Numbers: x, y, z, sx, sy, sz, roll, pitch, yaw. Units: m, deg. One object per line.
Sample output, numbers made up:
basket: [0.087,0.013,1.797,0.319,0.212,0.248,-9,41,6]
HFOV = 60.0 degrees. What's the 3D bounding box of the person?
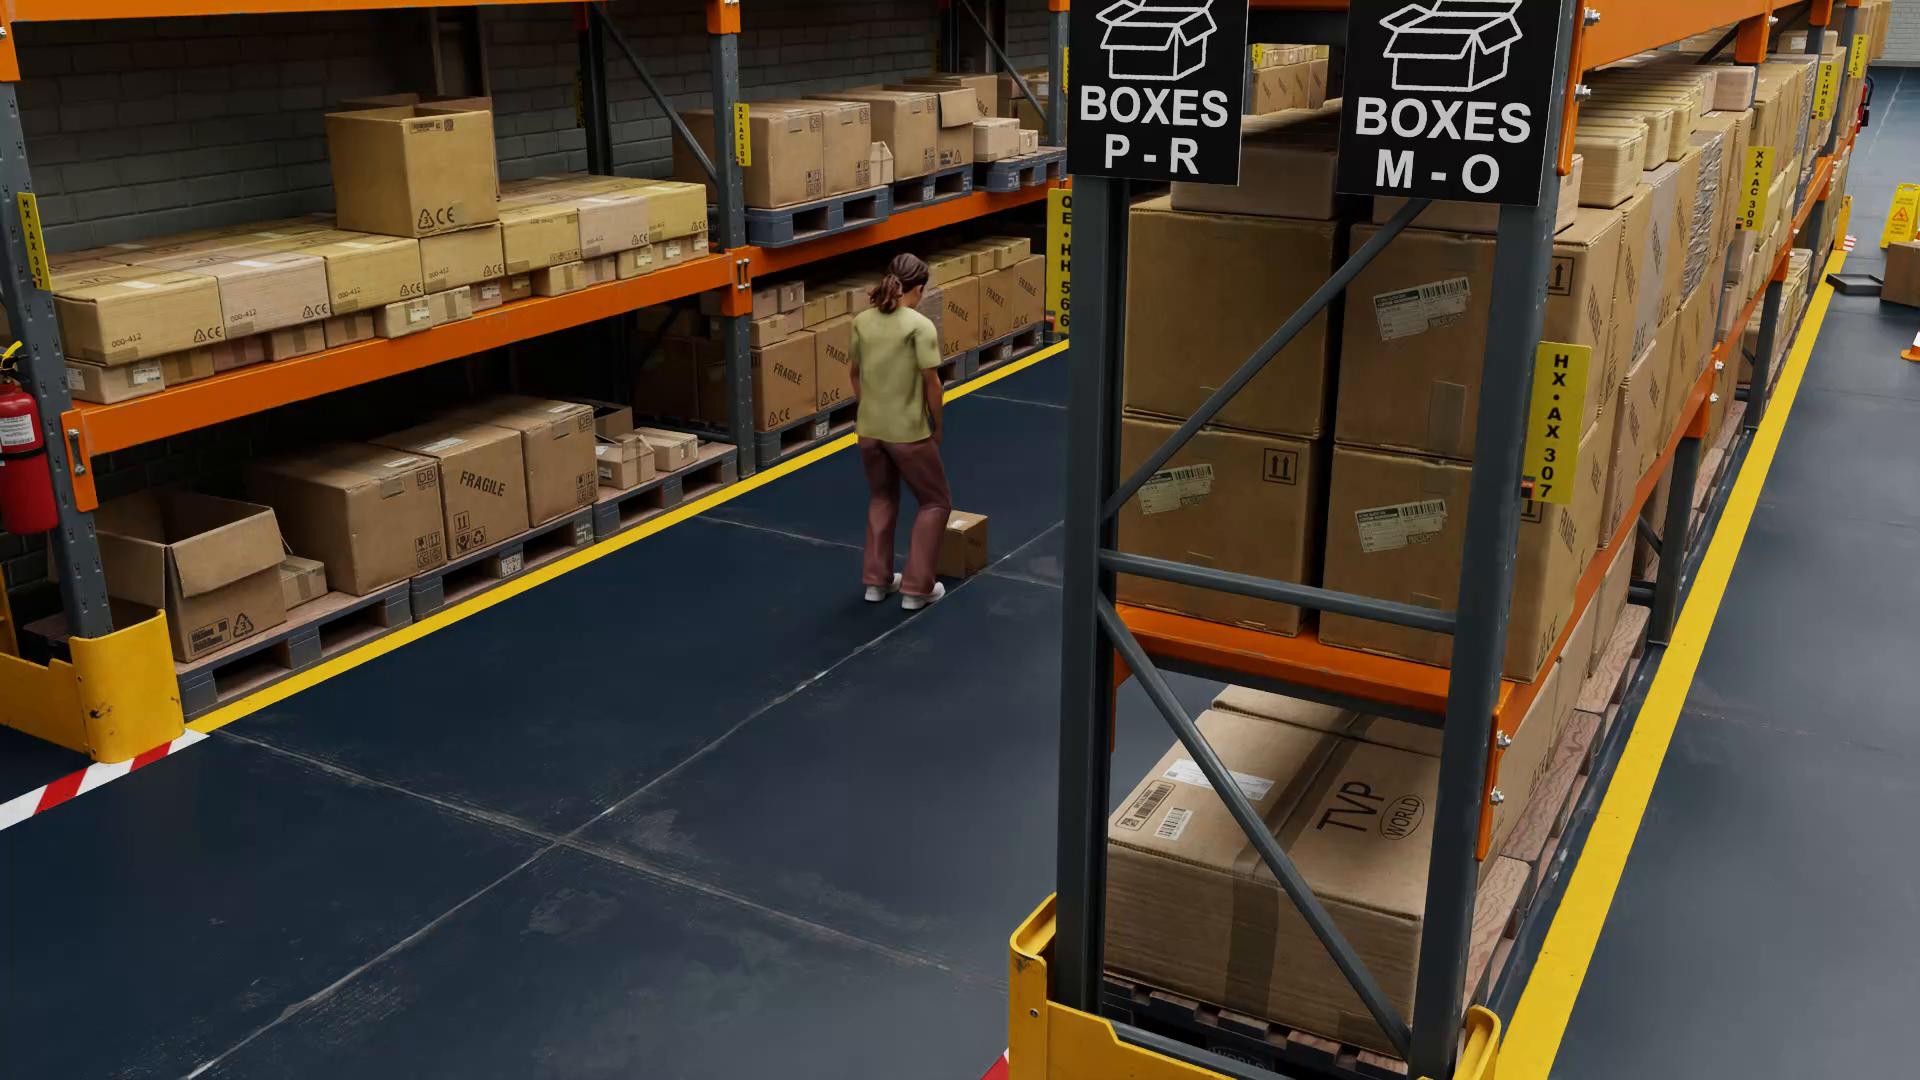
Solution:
person: [-0.285,-0.489,7.575,0.478,1.603,0.426,11,22,29]
